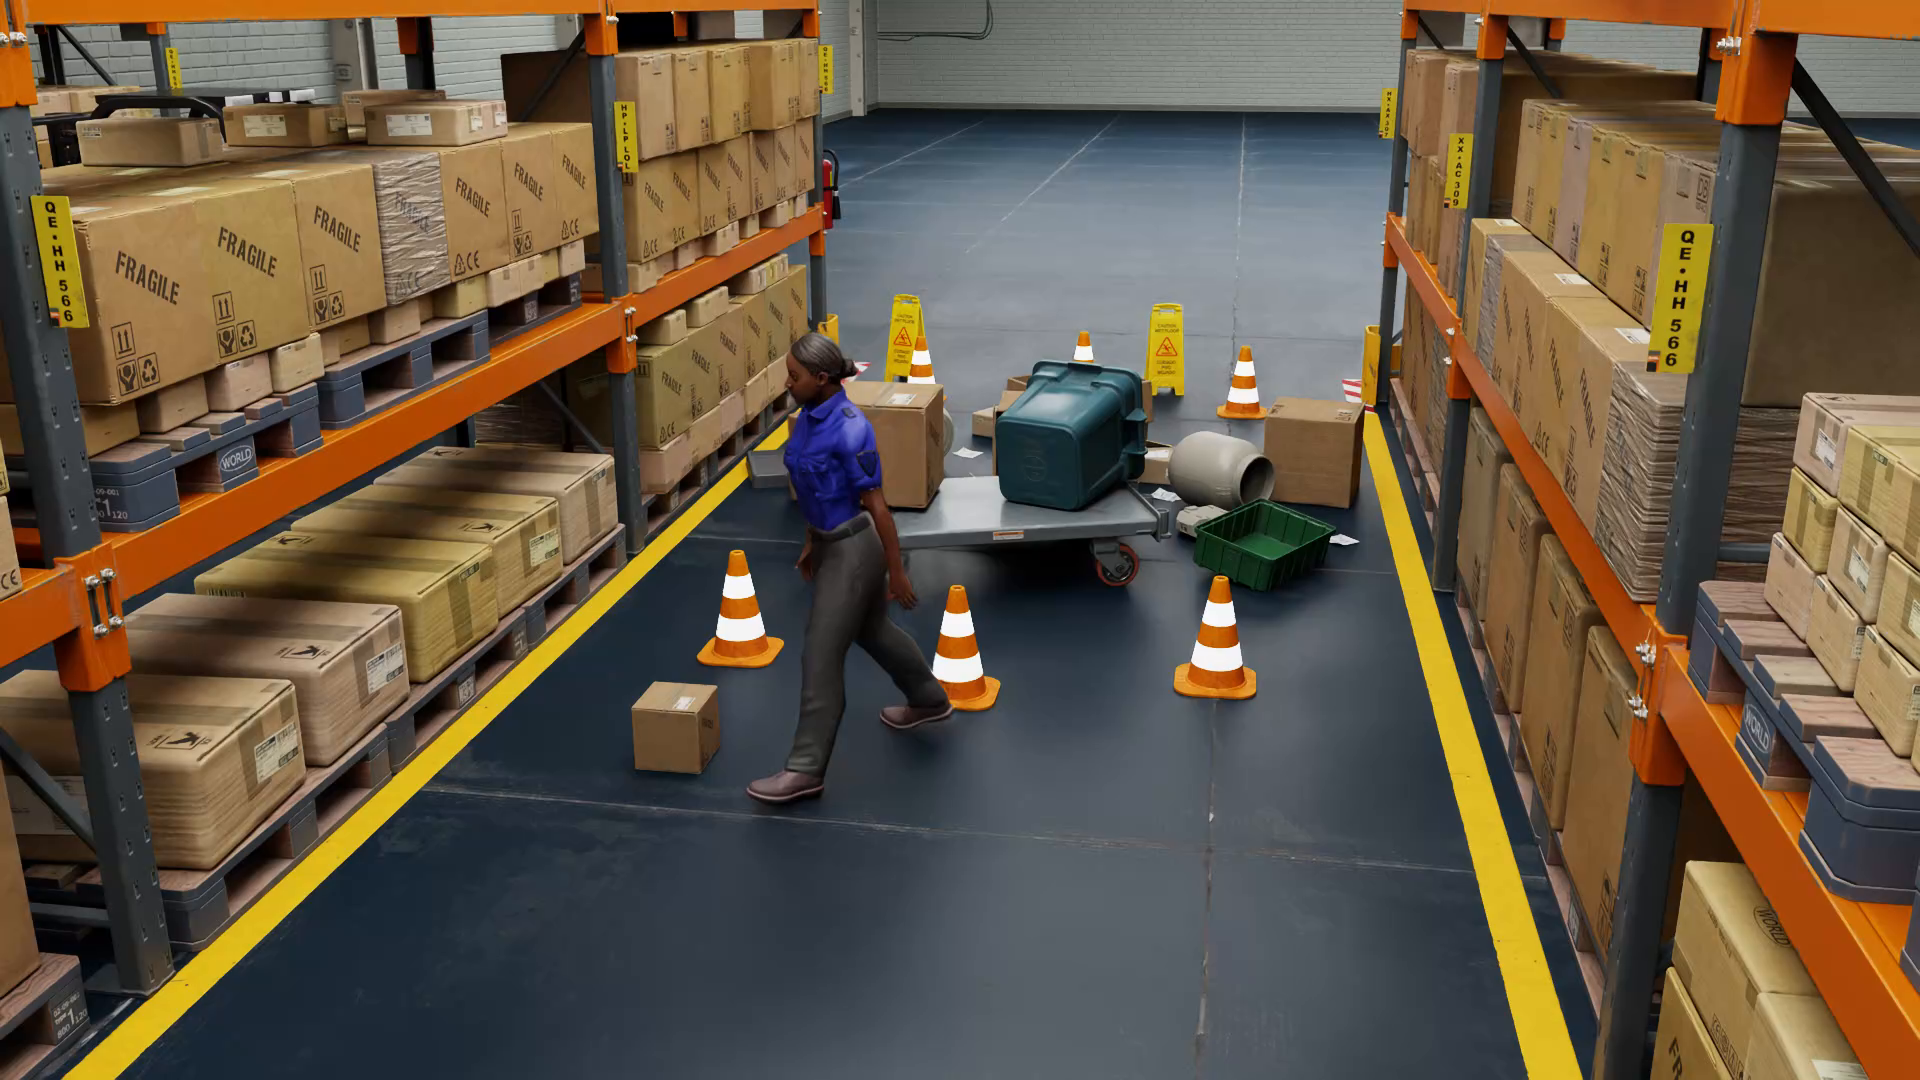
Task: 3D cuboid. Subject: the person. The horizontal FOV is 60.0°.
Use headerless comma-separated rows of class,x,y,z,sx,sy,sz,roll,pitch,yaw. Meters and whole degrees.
person,-0.408,0.048,5.933,0.914,1.613,0.543,-8,19,-22
